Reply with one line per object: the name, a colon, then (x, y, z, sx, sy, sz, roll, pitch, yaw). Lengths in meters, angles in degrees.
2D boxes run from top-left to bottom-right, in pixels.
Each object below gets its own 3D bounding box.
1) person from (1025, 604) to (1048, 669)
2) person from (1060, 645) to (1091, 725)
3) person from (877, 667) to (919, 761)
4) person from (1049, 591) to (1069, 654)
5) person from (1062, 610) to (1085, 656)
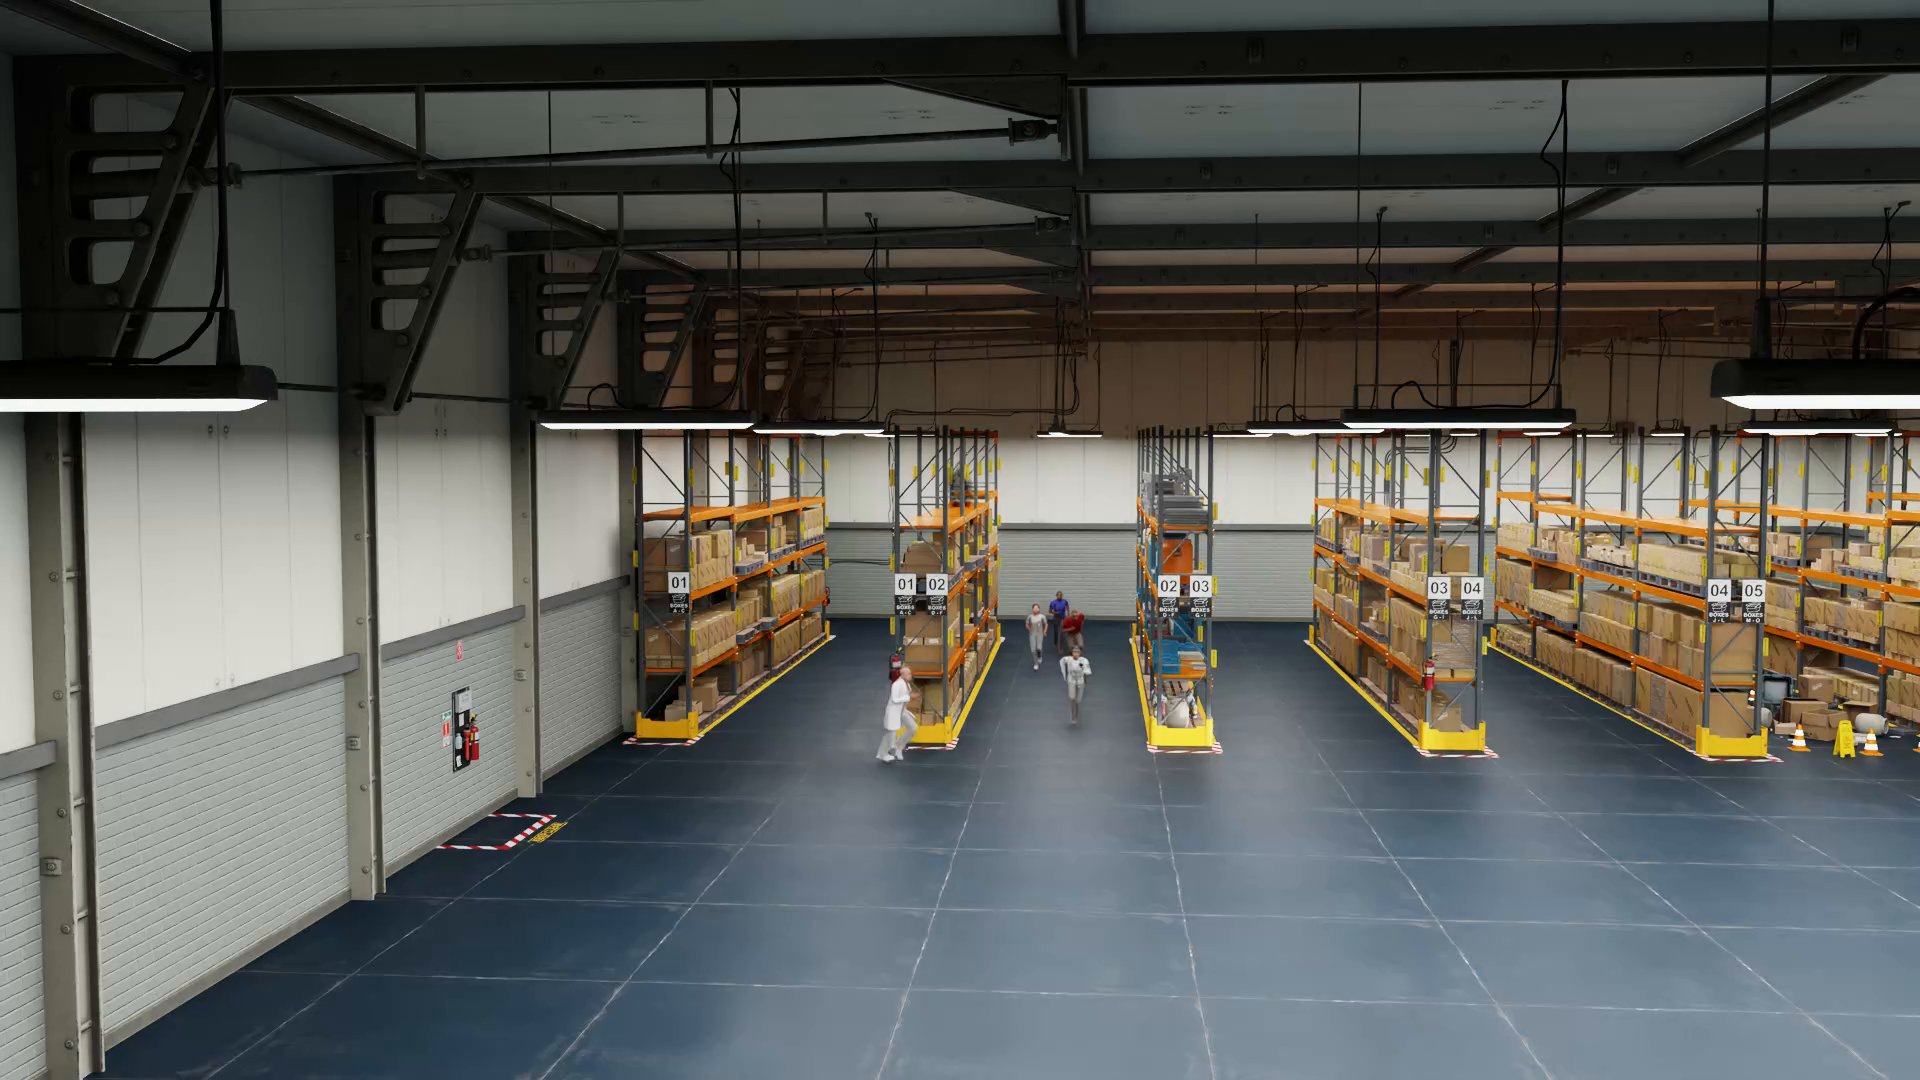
person: (1.913, 2.412, 41.577, 0.559, 1.631, 0.556, 0, 3, 6)
person: (2.314, 2.885, 33.338, 0.600, 1.616, 0.862, 0, 3, -1)
person: (-1.081, 3.078, 29.376, 0.934, 1.703, 0.680, 2, 4, 32)
person: (2.669, 2.251, 44.897, 0.600, 1.611, 0.918, -1, 3, -9)
person: (2.877, 2.479, 42.261, 0.665, 1.479, 1.091, -1, 3, -10)
